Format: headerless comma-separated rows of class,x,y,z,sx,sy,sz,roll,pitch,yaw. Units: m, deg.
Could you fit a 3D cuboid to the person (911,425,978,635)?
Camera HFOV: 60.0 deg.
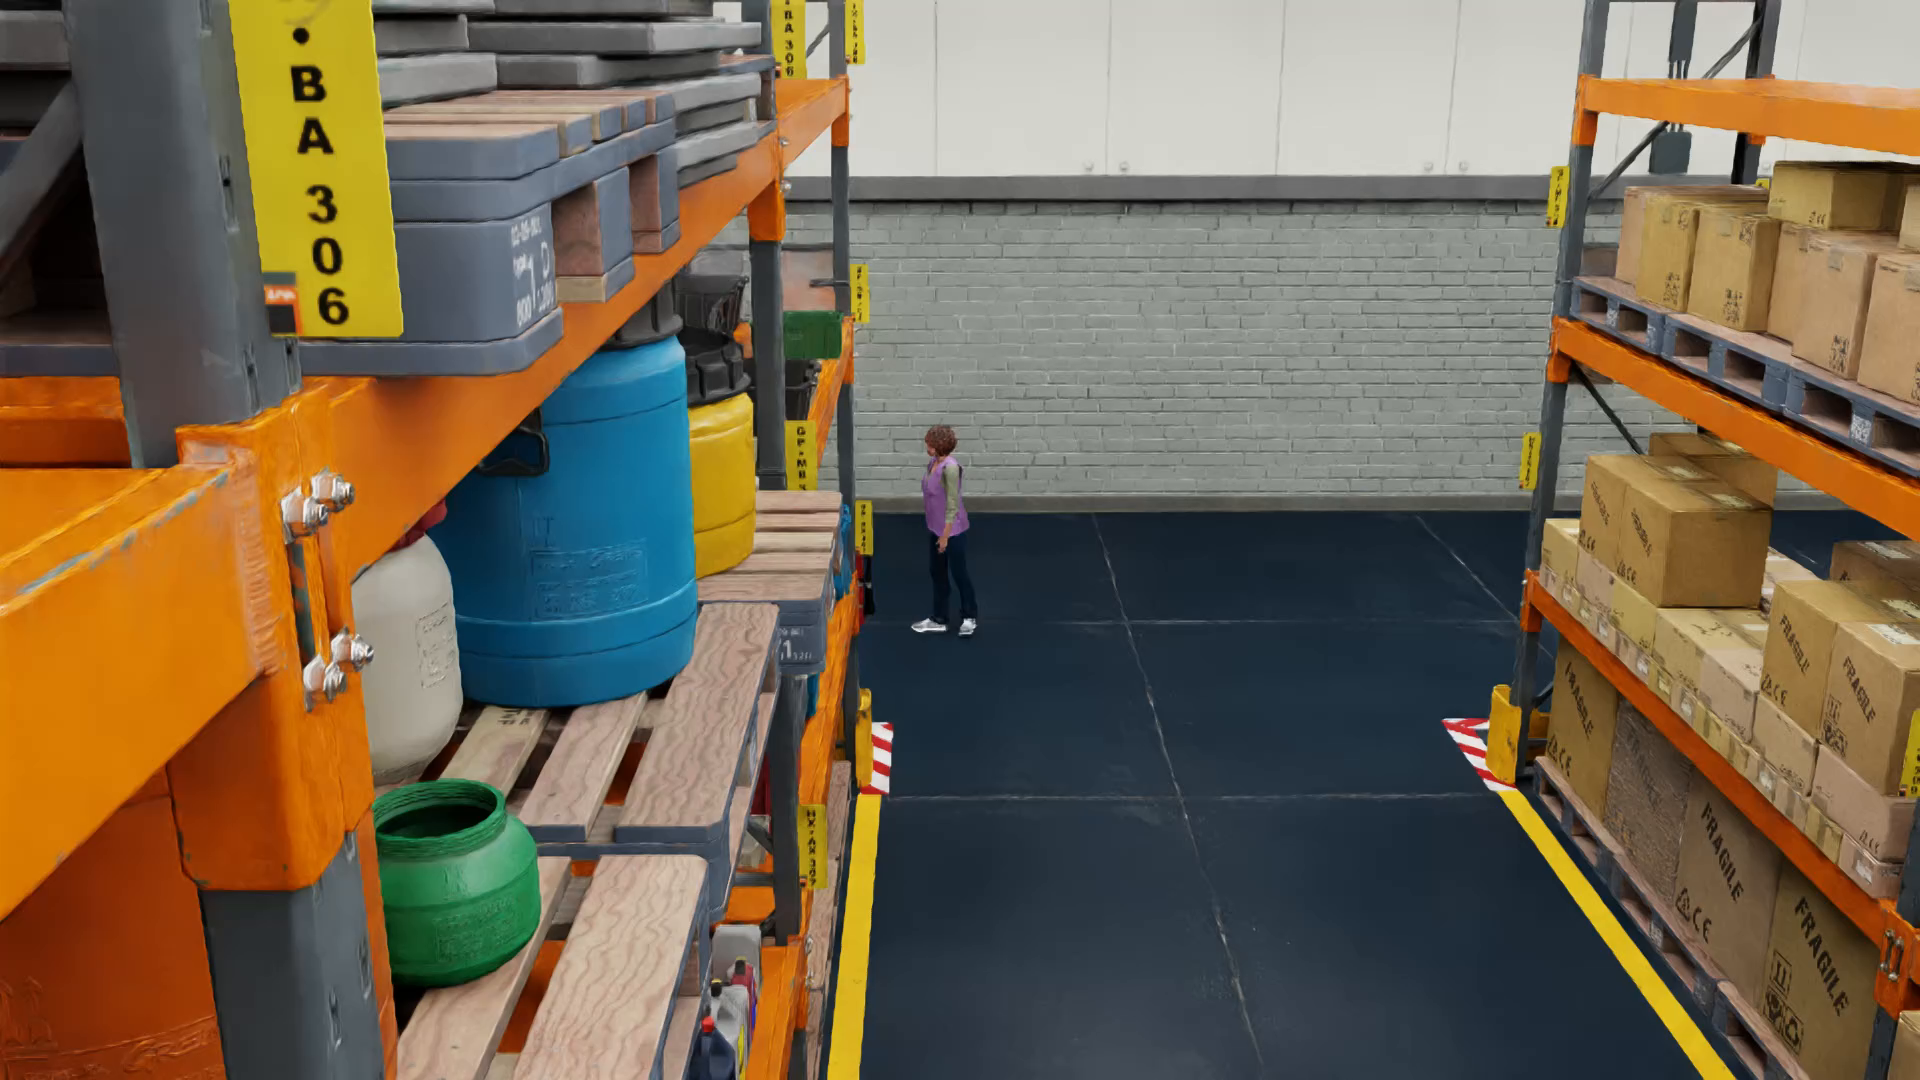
person,-0.087,-0.060,12.260,0.463,1.591,0.422,-8,19,-24
